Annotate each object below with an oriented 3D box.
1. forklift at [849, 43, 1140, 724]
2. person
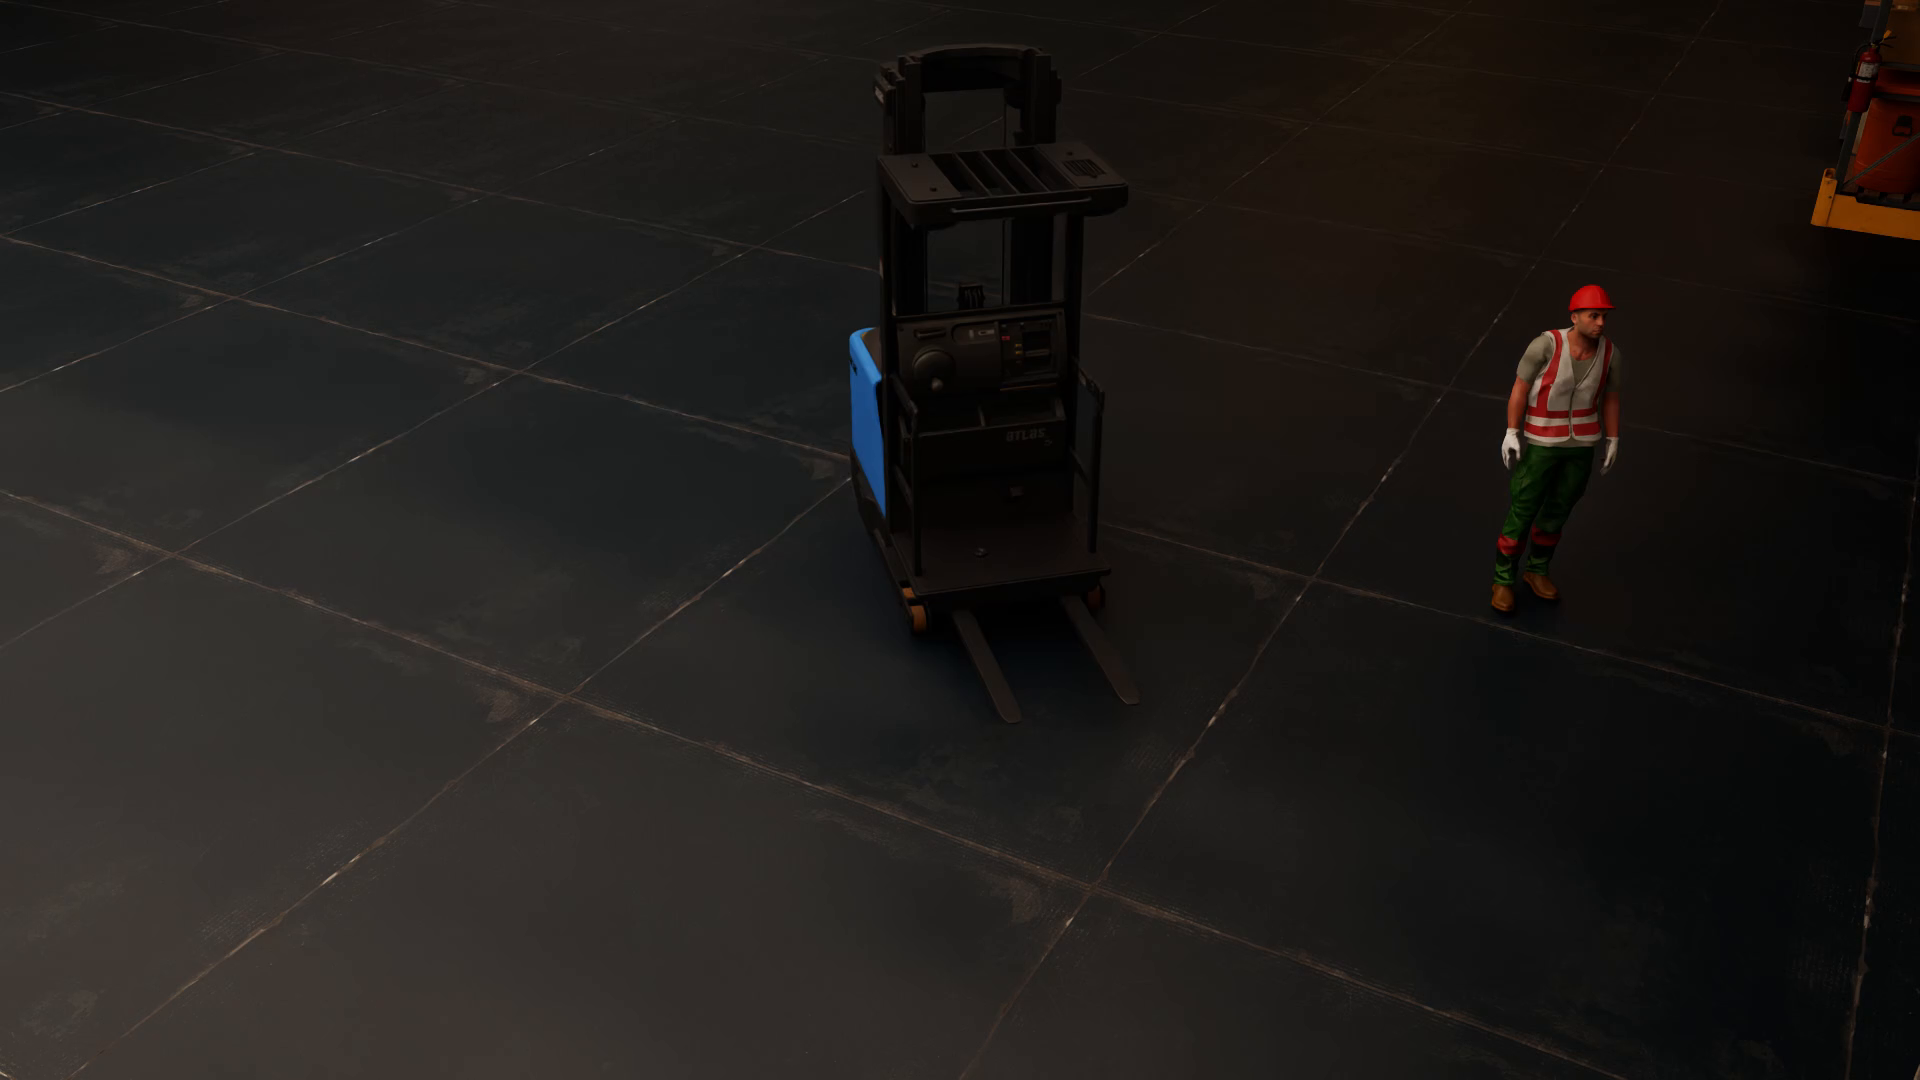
[{"bbox_3d":[0.179,-0.964,8.741,1.130,2.935,3.031,-7,31,-13],"label":"forklift"},{"bbox_3d":[3.284,-0.493,9.053,0.638,1.787,0.566,-1,30,-1],"label":"person"}]
